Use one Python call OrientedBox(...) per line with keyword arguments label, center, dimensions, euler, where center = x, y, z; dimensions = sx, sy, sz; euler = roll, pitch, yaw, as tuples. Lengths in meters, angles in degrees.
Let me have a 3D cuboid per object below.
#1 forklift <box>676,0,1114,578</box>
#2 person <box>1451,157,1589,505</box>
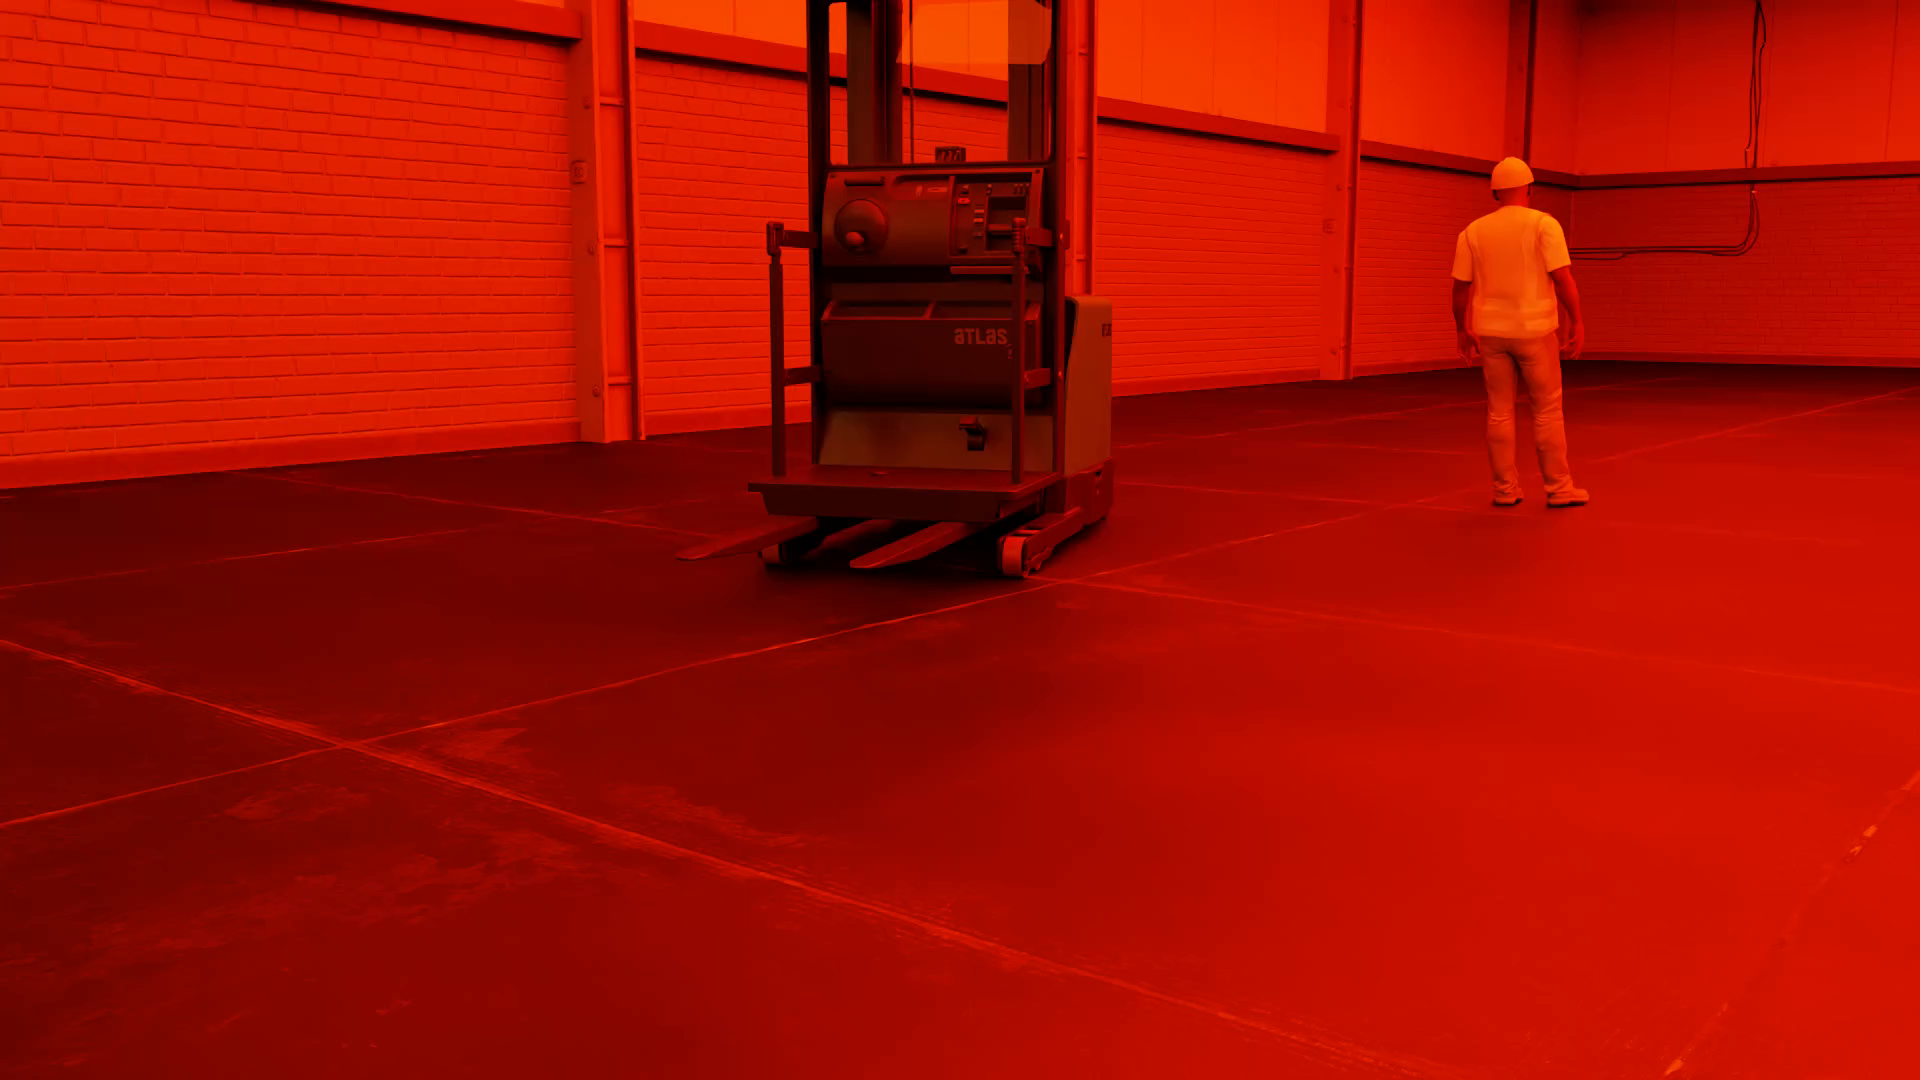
OrientedBox(label="forklift", center=(-0.176, -1.366, 6.616), dimensions=(1.130, 2.935, 3.031), euler=(3, 9, 17))
OrientedBox(label="person", center=(2.903, -1.073, 8.590), dimensions=(0.666, 1.766, 0.577), euler=(7, 11, 40))
